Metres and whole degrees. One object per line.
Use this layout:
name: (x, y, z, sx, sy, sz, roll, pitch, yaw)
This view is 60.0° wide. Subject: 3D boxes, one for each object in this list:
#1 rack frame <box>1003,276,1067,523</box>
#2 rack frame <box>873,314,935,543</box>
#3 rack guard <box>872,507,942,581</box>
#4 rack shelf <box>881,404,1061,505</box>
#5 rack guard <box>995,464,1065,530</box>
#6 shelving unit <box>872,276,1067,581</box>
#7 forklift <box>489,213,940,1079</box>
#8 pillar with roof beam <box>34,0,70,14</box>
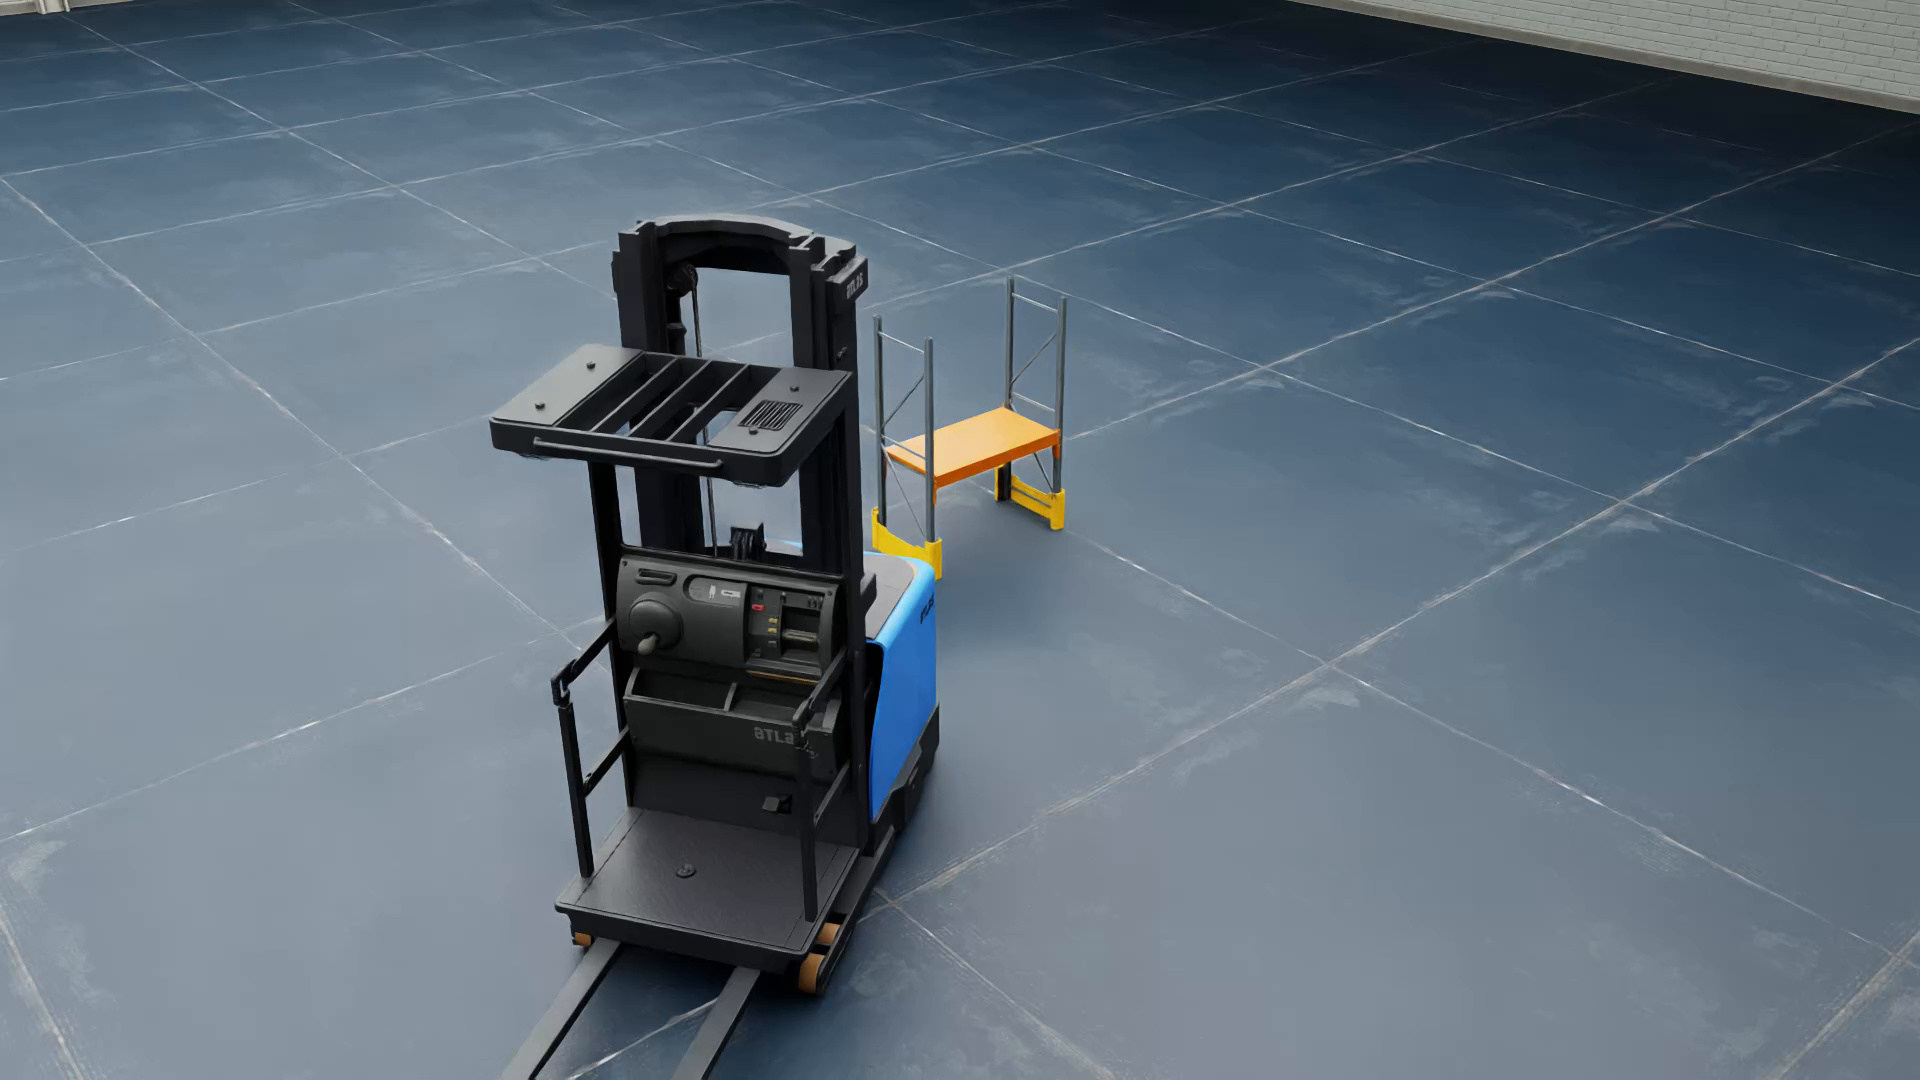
rack frame: (0.452, -0.843, 10.236, 0.032, 1.500, 0.500, -22, 35, -35)
rack frame: (-0.322, -0.532, 9.654, 0.032, 1.500, 0.500, -22, 35, -35)
rack guard: (-0.321, 0.019, 9.950, 0.087, 0.250, 0.587, -22, 35, -35)
rack shelf: (0.065, -0.529, 10.030, 1.000, 0.185, 0.538, -22, 35, -35)
rack guard: (0.437, -0.286, 10.520, 0.087, 0.250, 0.587, -22, 35, -35)
shelving unit: (0.058, -0.685, 9.940, 1.083, 1.500, 0.587, -22, 35, -35)
forklift: (-0.997, 0.353, 6.480, 1.130, 2.935, 3.031, 8, 29, 14)
pillar with roof beam: (-11.003, -10.473, 20.300, 0.400, 9.000, 9.100, -22, 35, -35)
